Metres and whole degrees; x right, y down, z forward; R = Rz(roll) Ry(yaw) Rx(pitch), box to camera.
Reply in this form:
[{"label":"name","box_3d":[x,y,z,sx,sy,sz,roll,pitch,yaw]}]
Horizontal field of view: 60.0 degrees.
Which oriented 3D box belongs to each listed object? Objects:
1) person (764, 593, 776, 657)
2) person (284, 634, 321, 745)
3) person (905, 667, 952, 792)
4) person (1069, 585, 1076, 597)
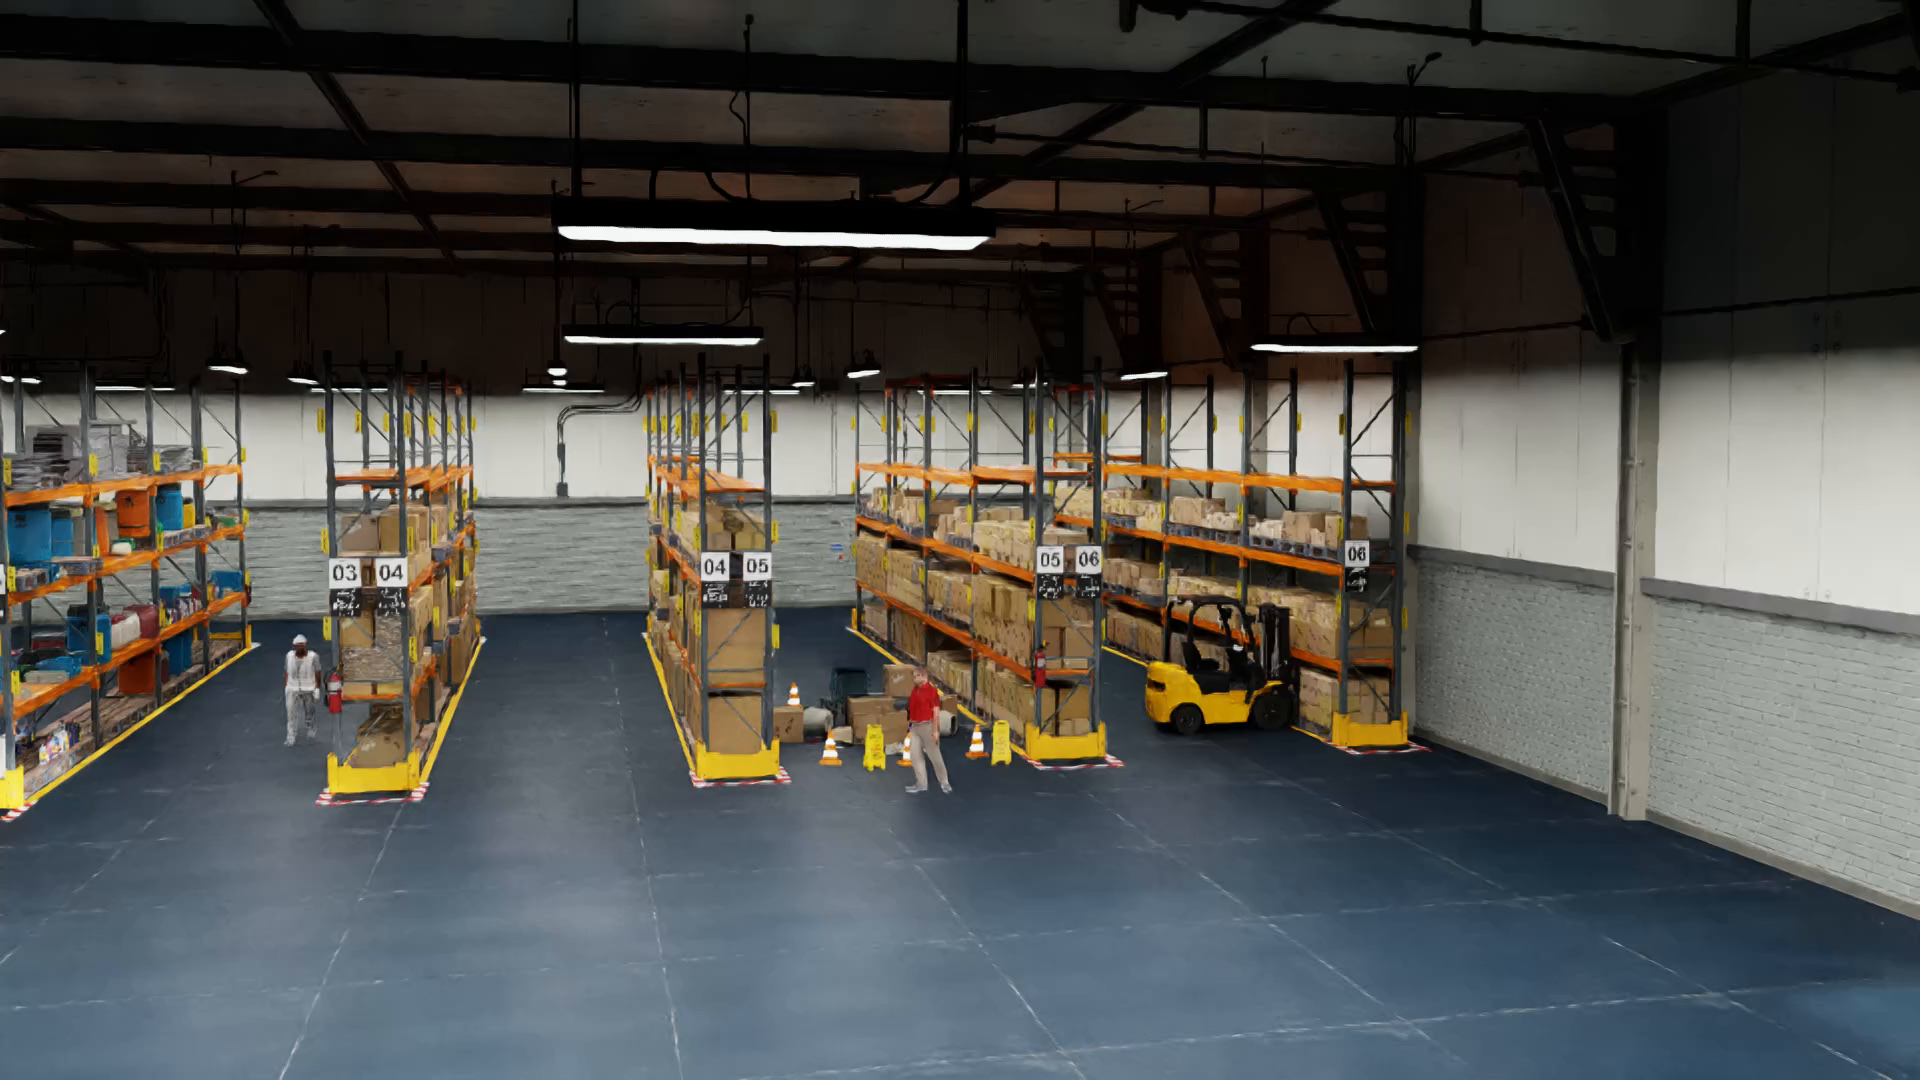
[{"label":"person","box_3d":[-4.170,1.701,35.835,0.450,1.599,0.467,1,4,17]},{"label":"person","box_3d":[-10.309,2.318,26.058,0.564,1.704,1.111,-1,4,-15]},{"label":"person","box_3d":[-0.433,2.576,22.658,0.549,1.720,0.652,-3,5,-40]},{"label":"person","box_3d":[3.091,1.117,42.918,0.632,1.783,0.384,4,5,43]}]
